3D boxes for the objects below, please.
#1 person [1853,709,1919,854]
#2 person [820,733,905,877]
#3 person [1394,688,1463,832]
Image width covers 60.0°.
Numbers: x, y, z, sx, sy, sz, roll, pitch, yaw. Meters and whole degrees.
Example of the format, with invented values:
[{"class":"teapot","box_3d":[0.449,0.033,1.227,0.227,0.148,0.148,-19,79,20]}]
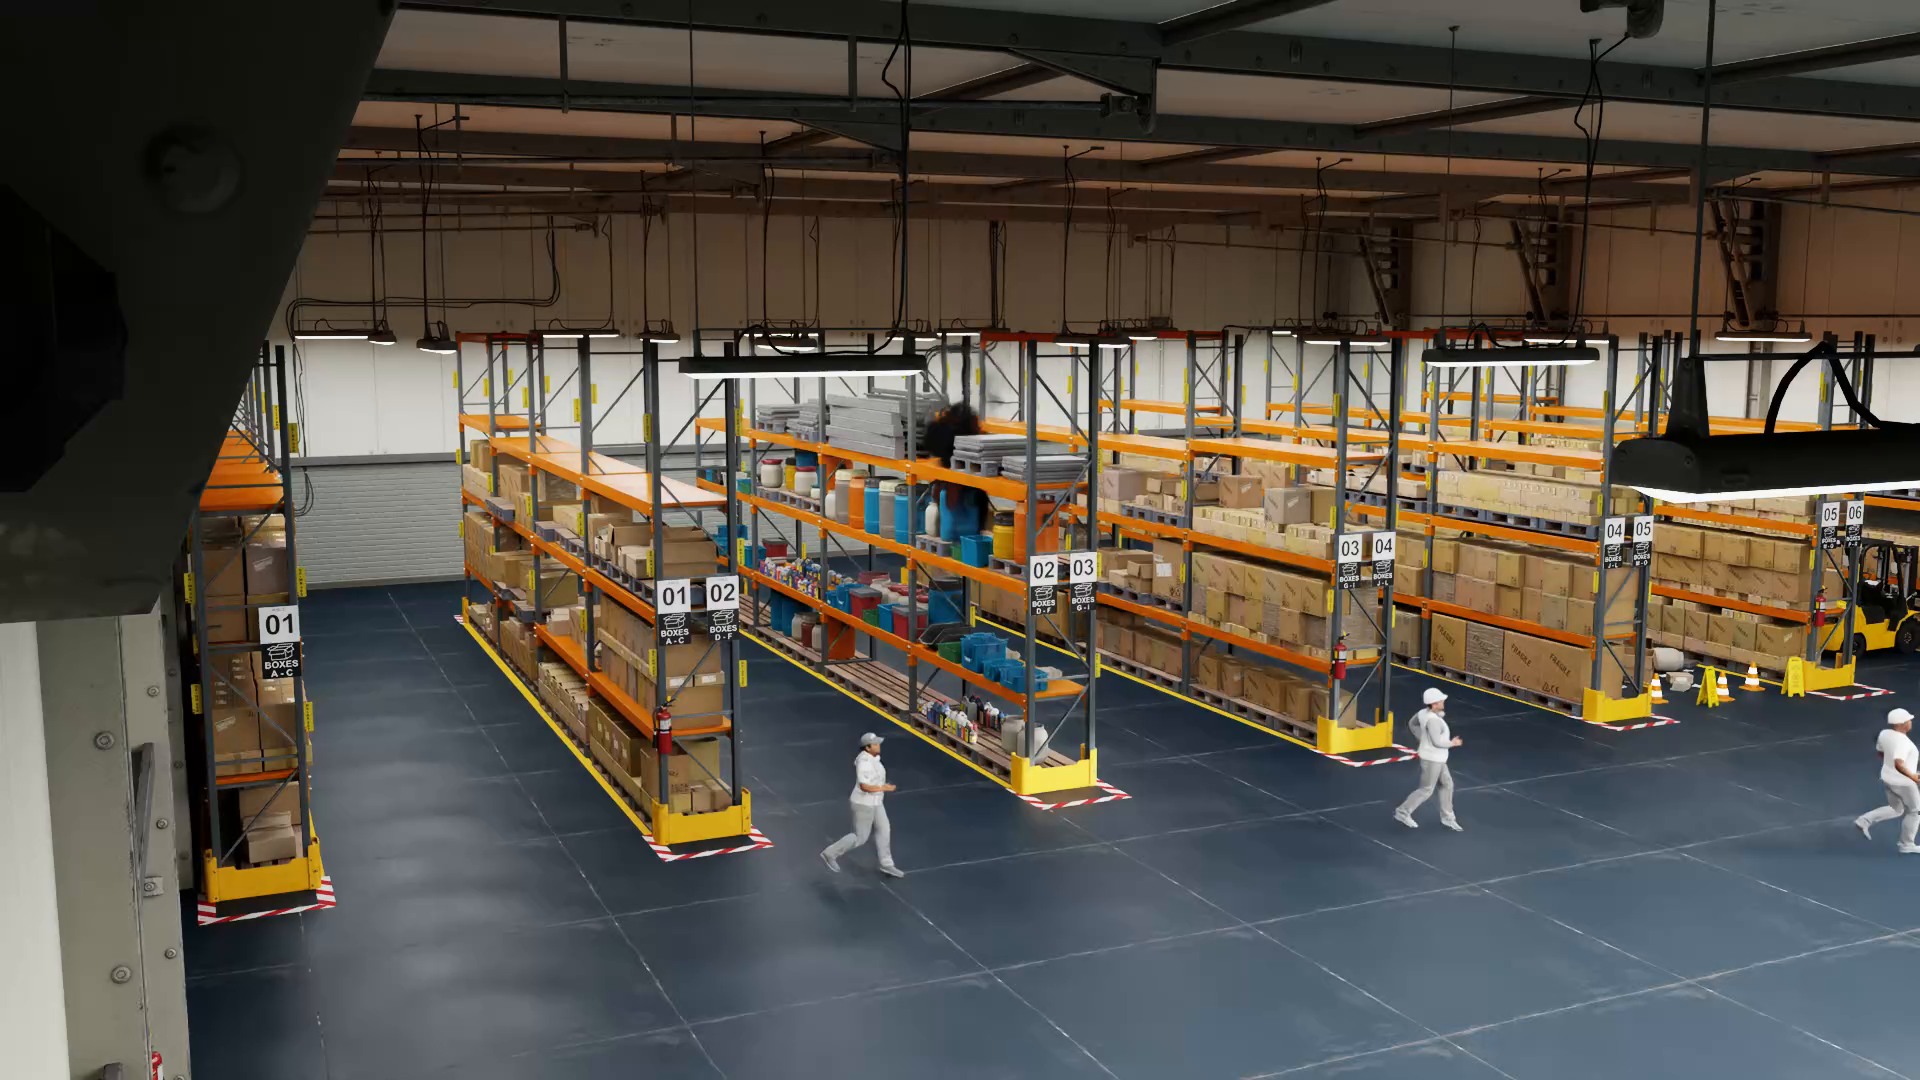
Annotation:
[{"class":"person","box_3d":[11.045,2.842,19.619,0.796,1.733,0.711,1,8,4]},{"class":"person","box_3d":[-1.096,2.994,18.797,0.929,1.682,0.615,1,8,6]},{"class":"person","box_3d":[5.791,2.713,20.435,0.849,1.823,0.663,1,8,10]}]
